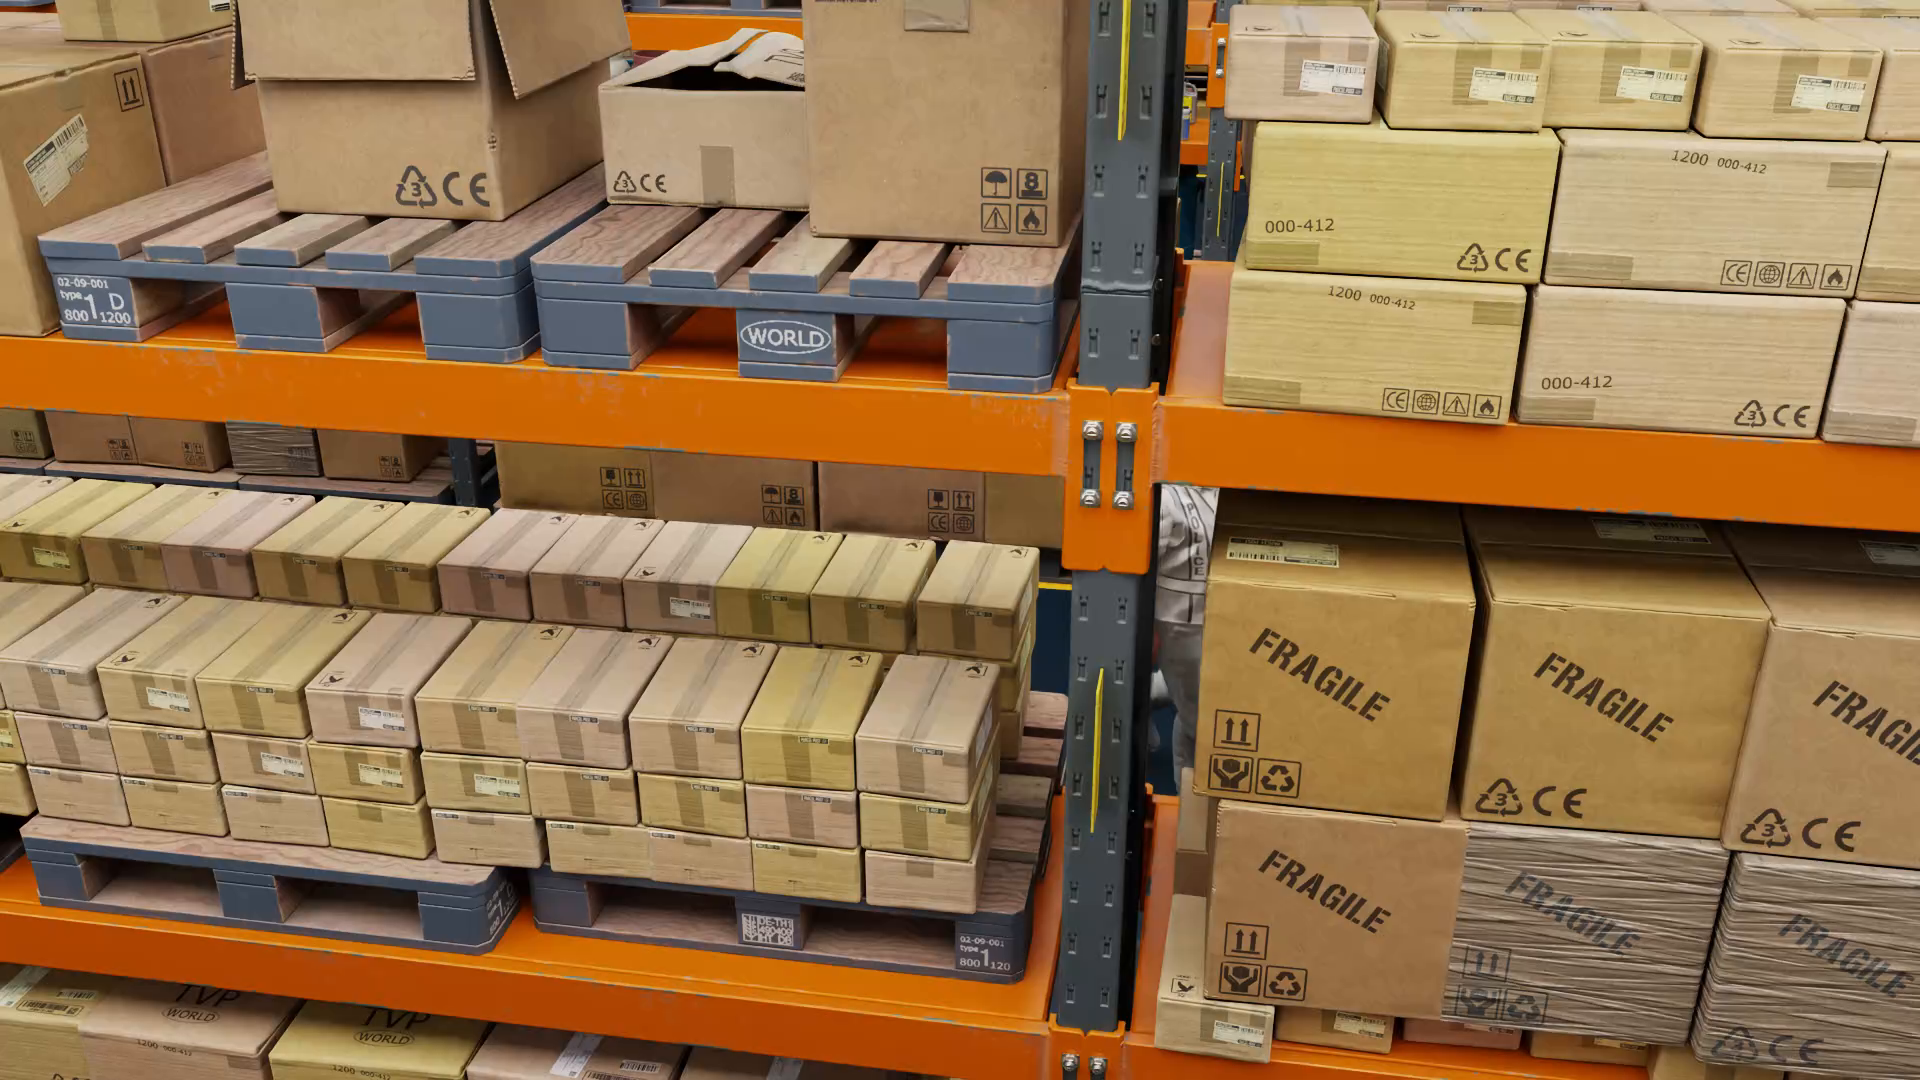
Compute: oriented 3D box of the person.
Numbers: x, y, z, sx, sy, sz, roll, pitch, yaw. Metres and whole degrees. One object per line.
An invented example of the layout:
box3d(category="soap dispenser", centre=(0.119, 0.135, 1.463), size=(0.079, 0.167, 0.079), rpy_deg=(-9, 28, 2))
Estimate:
box3d(category="person", centre=(0.886, 0.259, 6.521), size=(0.812, 1.726, 0.554), rpy_deg=(21, 32, 37))
